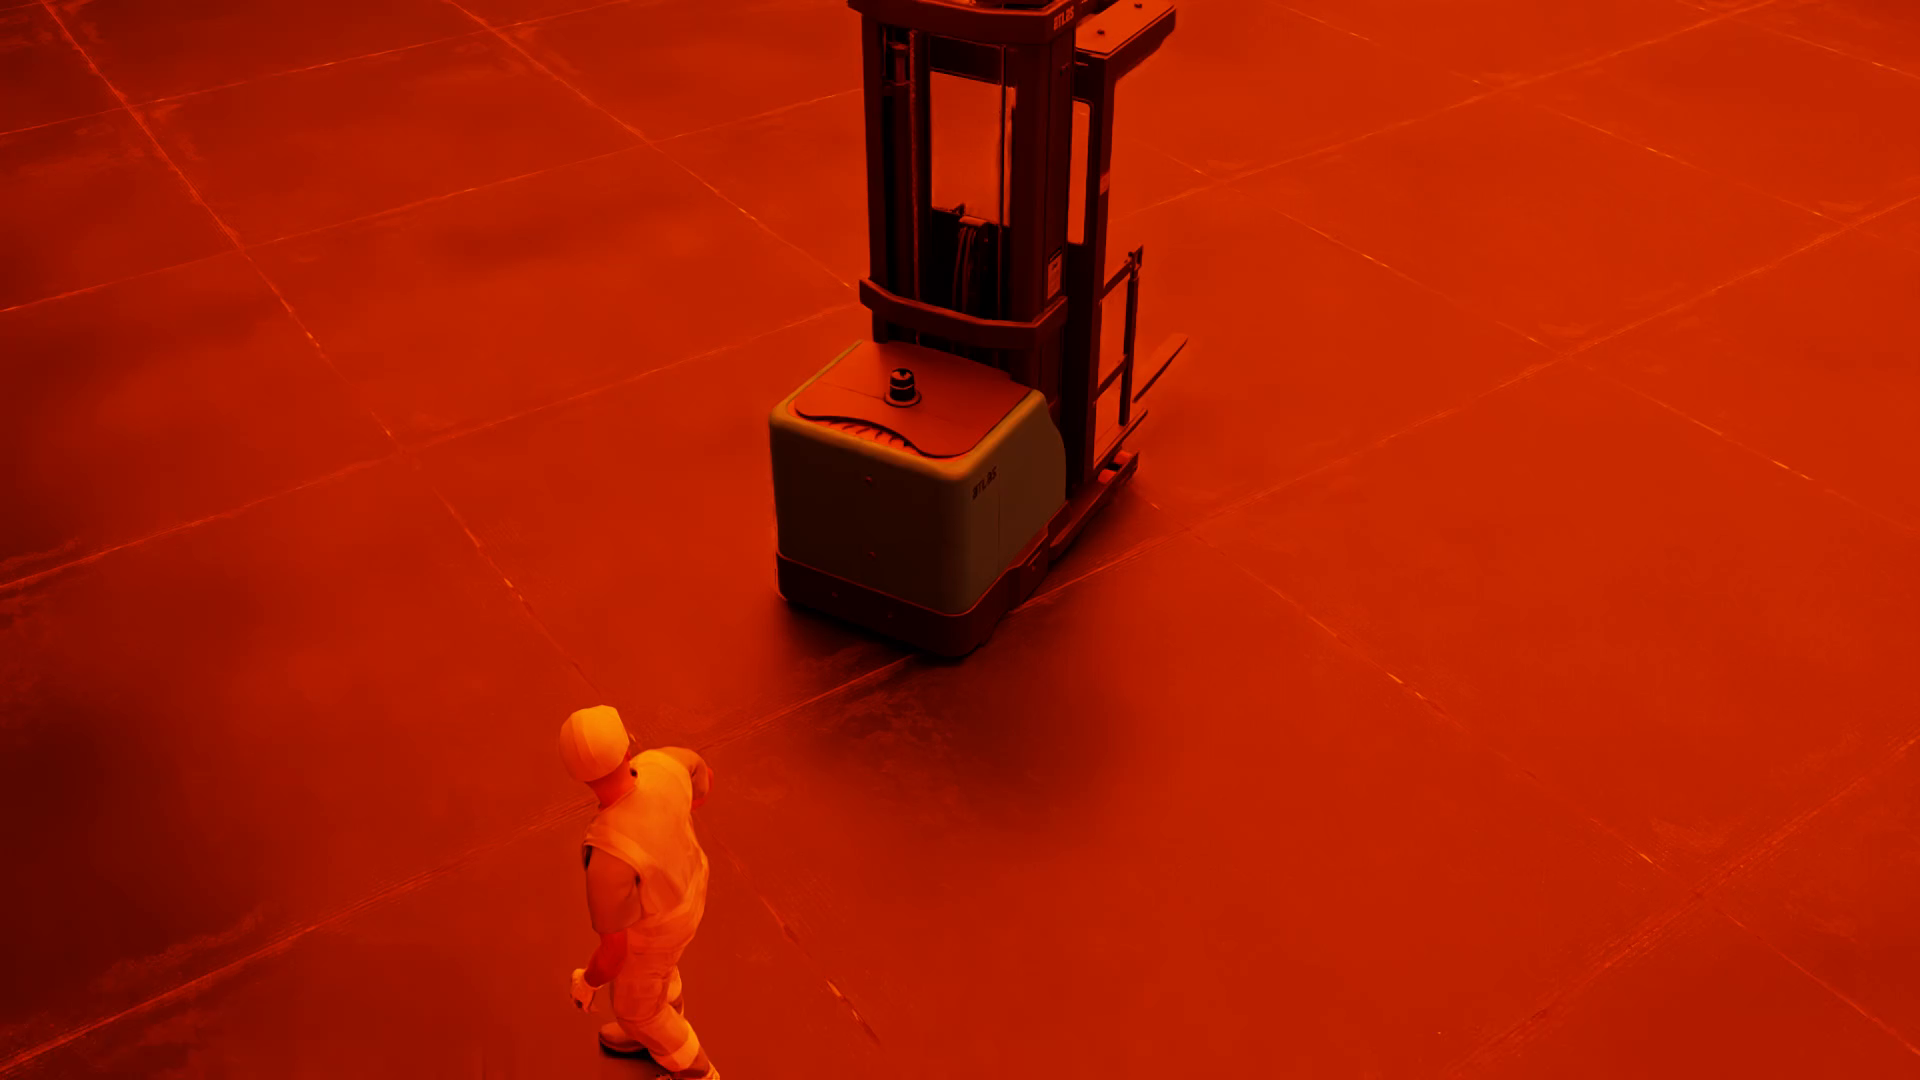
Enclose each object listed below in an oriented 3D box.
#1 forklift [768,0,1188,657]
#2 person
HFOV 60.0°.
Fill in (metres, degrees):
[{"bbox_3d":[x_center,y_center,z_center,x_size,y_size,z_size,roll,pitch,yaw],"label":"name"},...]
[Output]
[{"bbox_3d":[0.289,-1.503,7.977,1.130,2.935,3.031,18,40,23],"label":"forklift"},{"bbox_3d":[-1.065,1.191,5.319,0.506,1.761,0.757,4,37,6],"label":"person"}]
